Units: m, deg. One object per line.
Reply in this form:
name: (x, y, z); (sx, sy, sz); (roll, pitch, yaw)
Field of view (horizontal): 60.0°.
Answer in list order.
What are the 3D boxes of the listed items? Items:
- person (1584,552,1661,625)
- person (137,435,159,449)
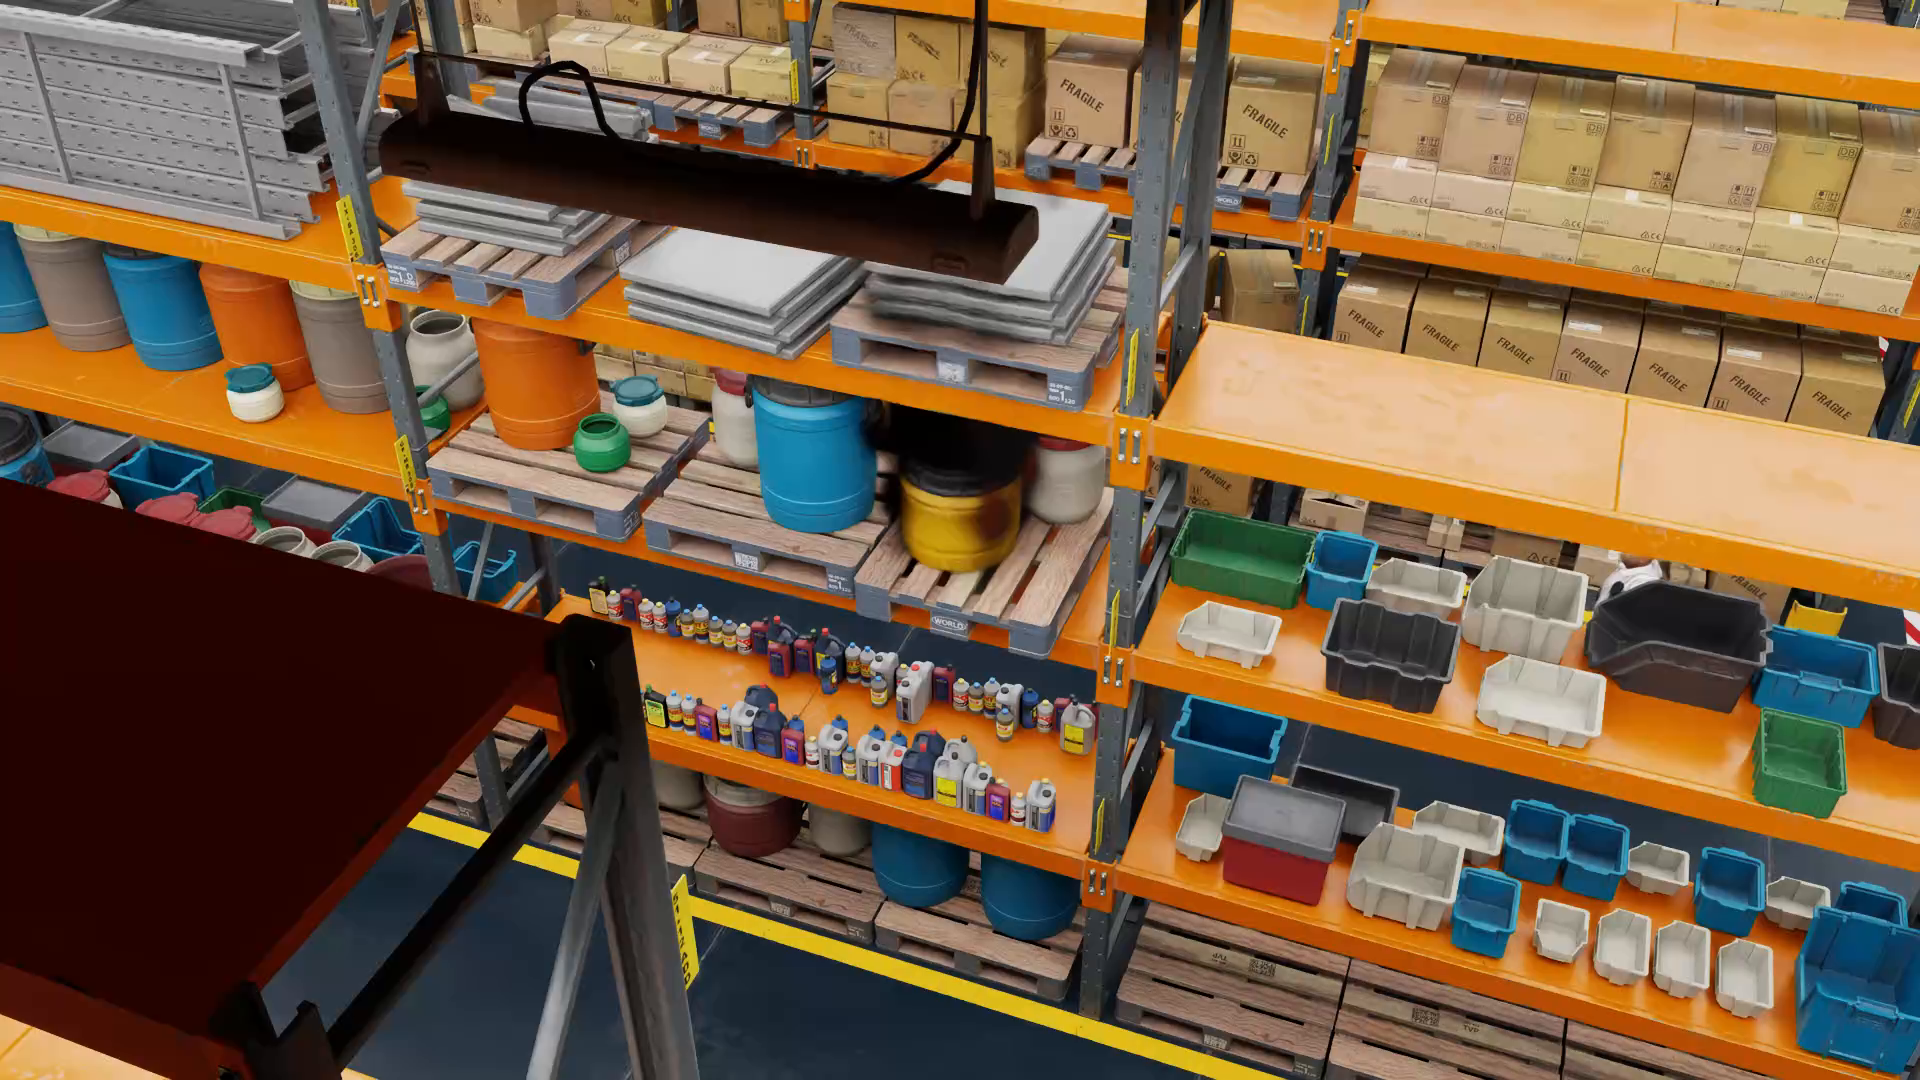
person: (4.440, 0.662, 11.050); (0.753, 1.767, 0.679); (10, 38, 13)
person: (-6.660, -1.048, 13.429); (0.792, 1.748, 0.590); (13, 38, 16)
